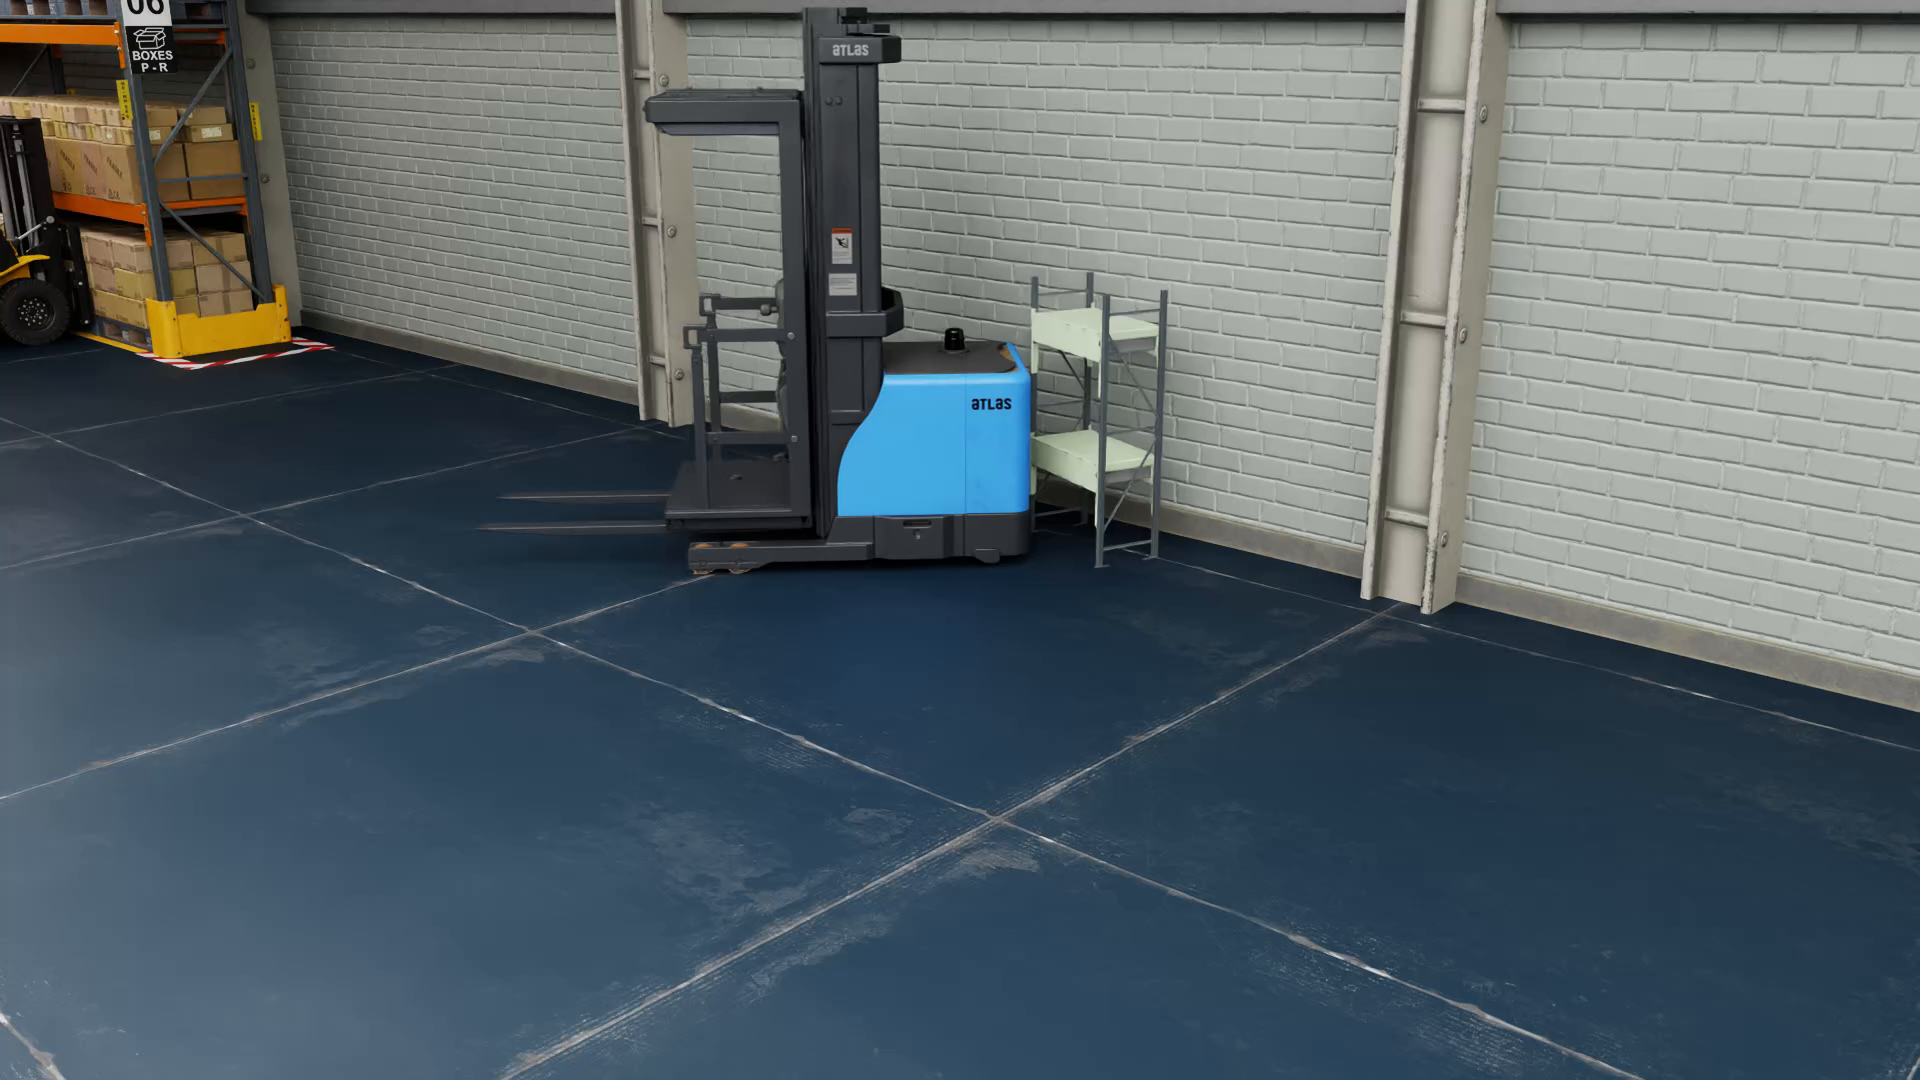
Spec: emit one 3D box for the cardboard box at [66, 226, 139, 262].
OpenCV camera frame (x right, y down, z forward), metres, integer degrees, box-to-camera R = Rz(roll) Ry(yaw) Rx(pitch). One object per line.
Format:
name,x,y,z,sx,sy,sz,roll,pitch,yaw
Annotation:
cardboard box,-8.040,-2.780,15.610,0.500,0.250,0.500,15,23,40

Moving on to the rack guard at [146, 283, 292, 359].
rack guard,-6.701,-1.995,15.072,0.348,0.500,1.175,15,23,39

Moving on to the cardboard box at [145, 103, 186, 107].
cardboard box,-7.384,-3.969,15.429,0.250,0.149,0.380,15,23,40

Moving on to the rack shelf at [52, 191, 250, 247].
rack shelf,-8.215,-3.250,16.083,4.000,0.370,1.077,15,23,39

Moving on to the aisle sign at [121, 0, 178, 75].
aisle sign,-6.865,-4.351,14.064,0.004,0.787,0.394,15,23,39

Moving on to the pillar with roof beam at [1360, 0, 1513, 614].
pillar with roof beam,-0.523,-3.011,4.223,0.400,9.000,9.100,15,23,39

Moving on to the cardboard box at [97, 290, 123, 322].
cardboard box,-7.645,-2.206,15.454,0.500,0.250,0.500,15,23,39

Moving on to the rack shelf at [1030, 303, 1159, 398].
rack shelf,0.752,-1.057,9.172,0.431,0.370,0.720,-9,20,-27

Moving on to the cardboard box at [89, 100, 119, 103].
cardboard box,-8.166,-4.175,16.079,0.250,0.149,0.380,16,24,41

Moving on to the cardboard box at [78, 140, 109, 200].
cardboard box,-7.643,-3.385,15.153,0.500,0.500,0.500,16,24,41

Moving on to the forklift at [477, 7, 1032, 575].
forklift,-1.145,-1.375,9.098,3.031,2.935,1.130,-1,18,-4

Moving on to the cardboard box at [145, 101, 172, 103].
cardboard box,-7.728,-4.091,15.814,0.250,0.149,0.380,14,23,38

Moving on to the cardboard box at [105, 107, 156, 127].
cardboard box,-7.332,-3.757,14.761,0.250,0.149,0.380,15,23,39

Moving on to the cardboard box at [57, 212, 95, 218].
cardboard box,-8.825,-3.207,16.957,0.500,0.250,0.500,15,23,38

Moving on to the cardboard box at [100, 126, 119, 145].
cardboard box,-7.375,-3.599,14.755,0.250,0.149,0.380,16,23,40

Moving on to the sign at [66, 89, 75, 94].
sign,-9.343,-4.571,17.493,0.005,0.325,0.100,15,23,39

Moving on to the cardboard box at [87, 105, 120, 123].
cardboard box,-7.682,-3.870,15.117,0.250,0.149,0.380,15,23,40

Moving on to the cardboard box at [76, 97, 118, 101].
cardboard box,-8.495,-4.295,16.456,0.250,0.149,0.380,15,23,38

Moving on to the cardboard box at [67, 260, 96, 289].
cardboard box,-8.058,-2.548,15.707,0.500,0.250,0.500,14,23,38

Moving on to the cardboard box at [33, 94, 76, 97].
cardboard box,-9.271,-4.497,17.094,0.250,0.149,0.380,15,23,39

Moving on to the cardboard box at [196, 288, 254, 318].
cardboard box,-6.956,-2.224,15.511,0.500,0.250,0.500,15,23,39

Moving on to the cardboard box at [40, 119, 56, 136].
cardboard box,-8.503,-3.913,15.744,0.250,0.149,0.380,14,23,38

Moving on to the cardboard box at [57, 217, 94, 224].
cardboard box,-8.801,-2.990,16.273,0.500,0.250,0.500,16,24,41

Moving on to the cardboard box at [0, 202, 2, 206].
cardboard box,-11.247,-3.473,18.828,0.625,0.625,0.875,14,22,37

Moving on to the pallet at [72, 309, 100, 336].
pallet,-8.227,-2.251,16.356,1.213,0.211,1.003,15,23,39

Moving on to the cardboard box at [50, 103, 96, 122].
cardboard box,-8.148,-3.948,15.363,0.250,0.149,0.380,16,23,40

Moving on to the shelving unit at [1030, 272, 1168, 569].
shelving unit,0.752,-0.685,9.290,0.431,1.500,0.755,-9,20,-27

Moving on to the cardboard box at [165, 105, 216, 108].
cardboard box,-6.985,-3.873,15.128,0.250,0.149,0.380,16,24,41

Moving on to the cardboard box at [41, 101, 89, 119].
cardboard box,-8.455,-4.075,15.764,0.250,0.149,0.380,15,23,39

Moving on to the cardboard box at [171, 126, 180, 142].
cardboard box,-7.027,-3.710,15.106,0.250,0.149,0.380,15,23,39

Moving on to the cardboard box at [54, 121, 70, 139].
cardboard box,-8.140,-3.806,15.409,0.250,0.149,0.380,15,23,40

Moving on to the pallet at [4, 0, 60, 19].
pallet,-8.147,-4.972,15.506,1.213,0.211,1.003,15,23,39

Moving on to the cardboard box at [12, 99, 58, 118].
cardboard box,-8.880,-4.160,16.031,0.250,0.149,0.380,15,23,38

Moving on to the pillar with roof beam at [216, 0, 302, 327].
pillar with roof beam,-9.499,-5.420,11.815,0.400,9.000,9.100,15,23,39

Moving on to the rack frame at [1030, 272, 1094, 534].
rack frame,0.579,-0.782,9.598,0.400,1.500,0.023,-9,20,-27

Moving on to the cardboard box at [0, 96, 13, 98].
cardboard box,-9.669,-4.362,16.668,0.250,0.149,0.380,16,23,40

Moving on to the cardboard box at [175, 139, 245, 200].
cardboard box,-6.905,-3.401,15.205,0.500,0.500,0.500,16,24,41

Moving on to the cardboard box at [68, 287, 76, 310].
cardboard box,-8.417,-2.407,16.090,0.500,0.250,0.500,16,24,41

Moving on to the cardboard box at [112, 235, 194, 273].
cardboard box,-7.270,-2.579,14.979,0.500,0.250,0.500,16,24,41

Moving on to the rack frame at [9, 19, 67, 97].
rack frame,-9.710,-3.994,17.239,0.127,3.000,1.000,15,23,39

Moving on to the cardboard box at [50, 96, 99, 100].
cardboard box,-8.904,-4.387,16.748,0.250,0.149,0.380,15,23,39

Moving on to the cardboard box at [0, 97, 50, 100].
cardboard box,-9.217,-4.281,16.412,0.250,0.149,0.380,14,23,38

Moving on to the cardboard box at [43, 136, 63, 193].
cardboard box,-8.410,-3.586,15.787,0.500,0.500,0.500,15,23,40

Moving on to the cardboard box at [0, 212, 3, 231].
cardboard box,-9.557,-3.192,16.911,0.500,0.250,0.500,15,23,38

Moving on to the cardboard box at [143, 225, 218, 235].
cardboard box,-7.329,-2.796,15.662,0.500,0.250,0.500,15,23,39

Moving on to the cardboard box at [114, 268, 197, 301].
cardboard box,-7.290,-2.346,15.070,0.500,0.250,0.500,15,23,39

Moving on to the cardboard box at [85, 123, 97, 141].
cardboard box,-7.706,-3.717,15.128,0.250,0.149,0.380,15,23,39

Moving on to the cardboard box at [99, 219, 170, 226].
cardboard box,-8.074,-3.004,16.315,0.500,0.250,0.500,14,23,38

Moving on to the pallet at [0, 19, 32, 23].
pallet,-10.379,-5.507,17.363,1.217,0.209,0.805,14,22,37
